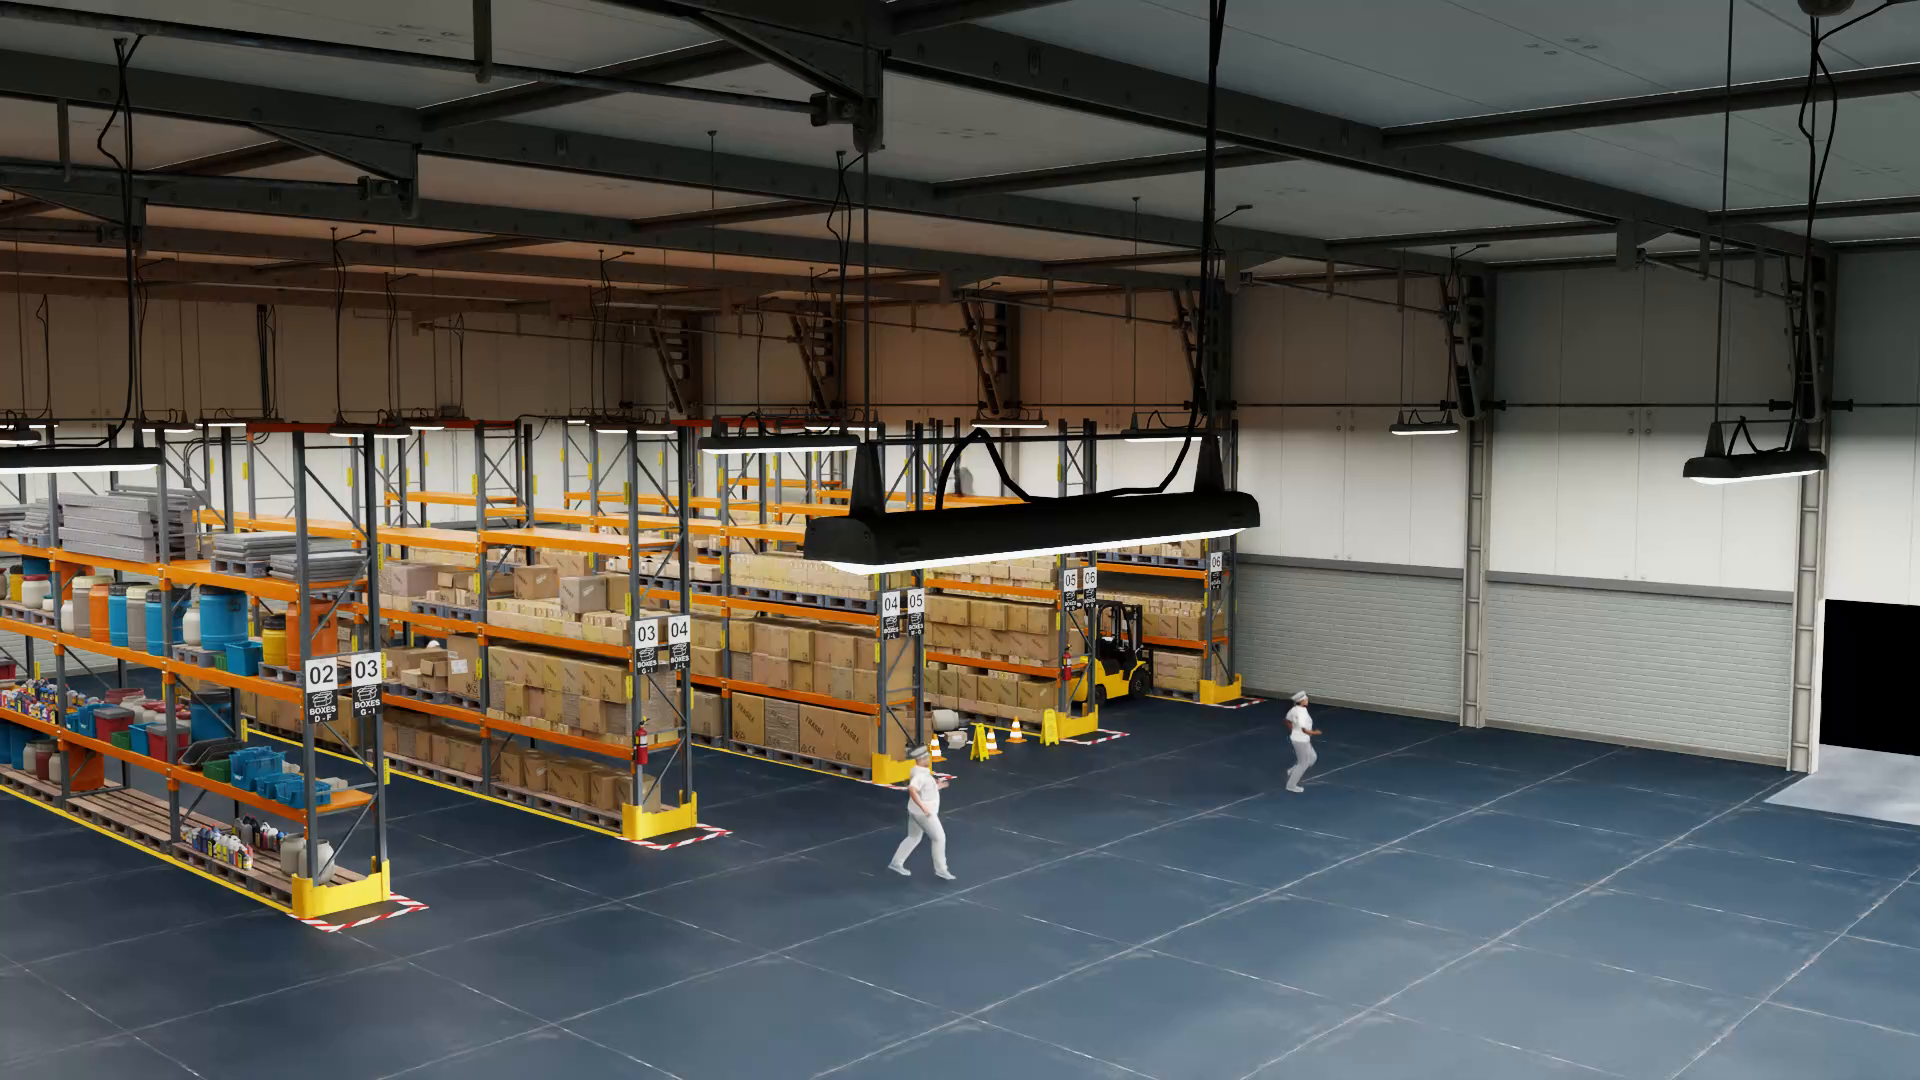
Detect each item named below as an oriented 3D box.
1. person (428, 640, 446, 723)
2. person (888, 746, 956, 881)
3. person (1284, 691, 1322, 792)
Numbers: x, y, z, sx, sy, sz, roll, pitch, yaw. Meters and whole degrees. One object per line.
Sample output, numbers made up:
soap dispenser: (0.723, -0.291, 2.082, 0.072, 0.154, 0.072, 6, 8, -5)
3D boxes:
person: (-10.206, 2.819, 32.330, 0.762, 1.738, 0.675, 3, 6, 32)
person: (-0.503, 3.634, 22.044, 0.888, 1.824, 0.649, -2, 5, -22)
person: (5.620, 3.279, 27.178, 0.570, 1.662, 0.561, 0, 5, 0)
